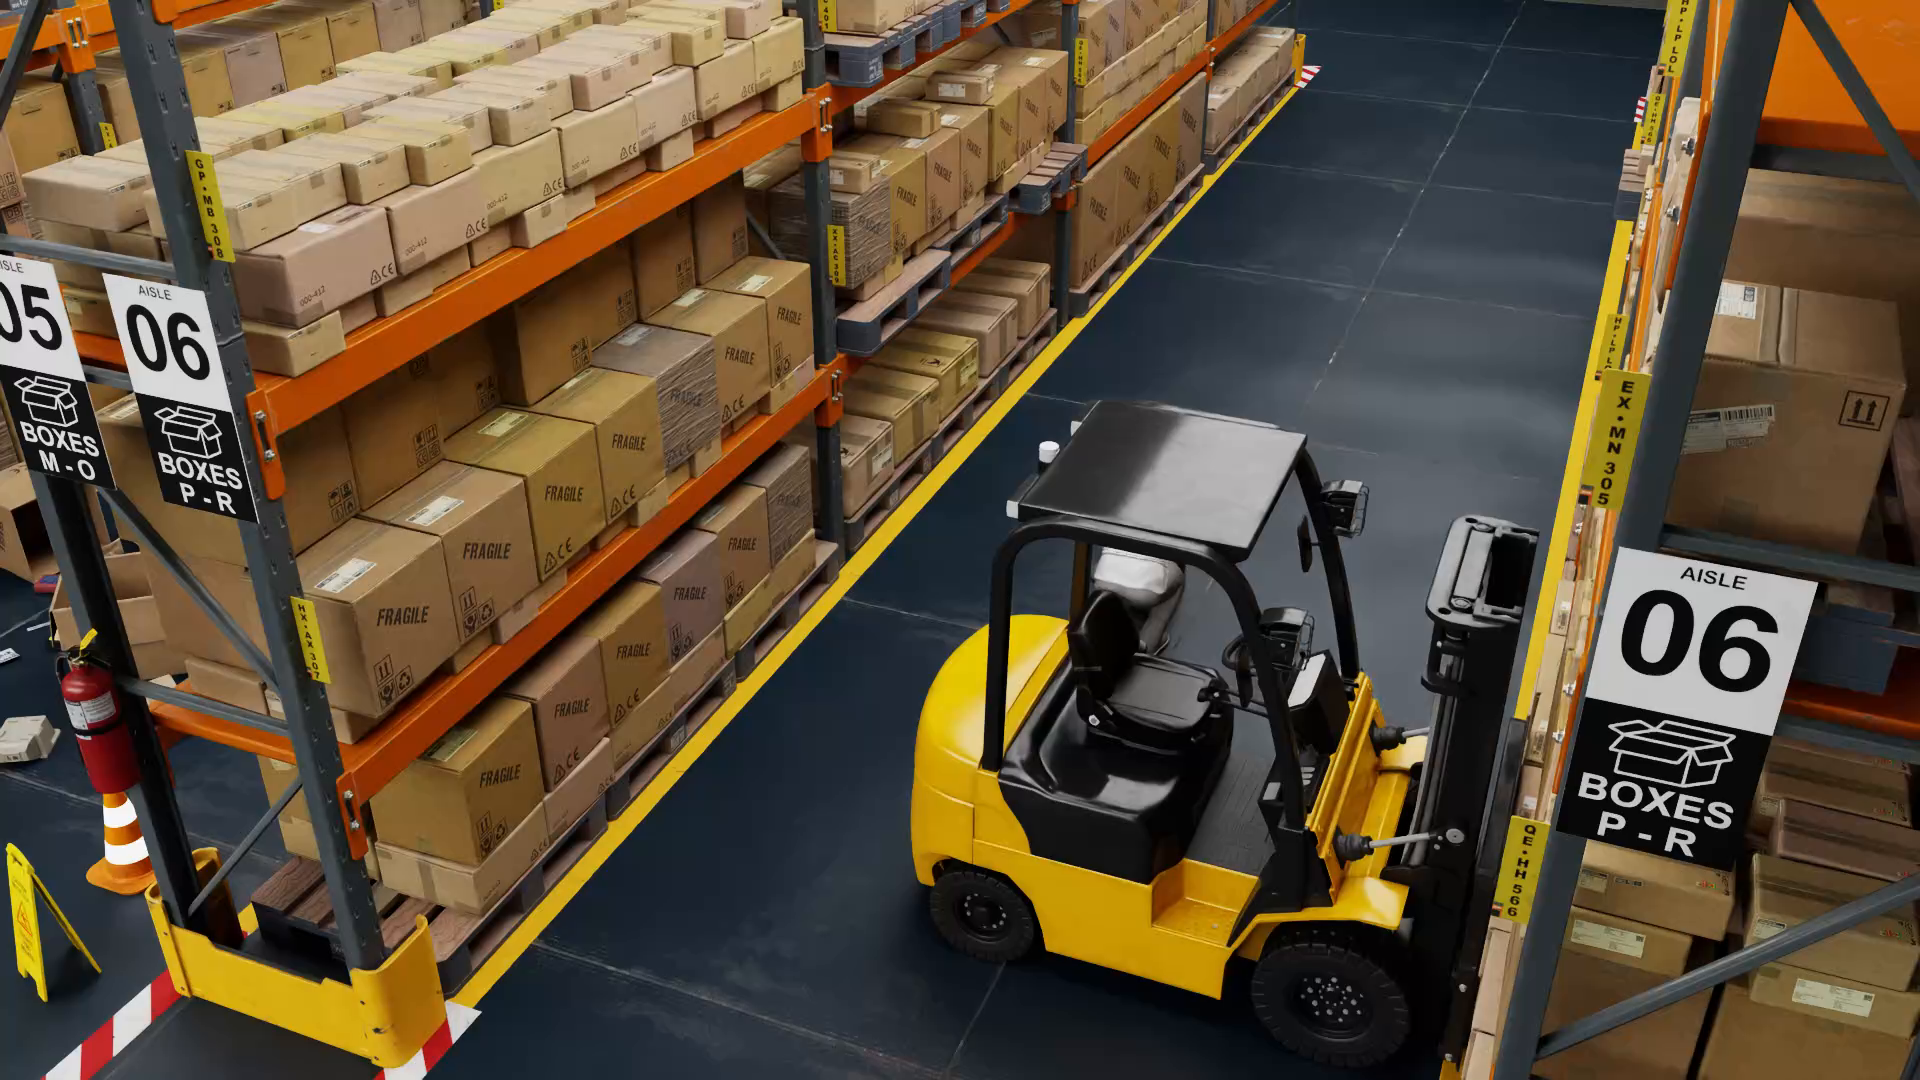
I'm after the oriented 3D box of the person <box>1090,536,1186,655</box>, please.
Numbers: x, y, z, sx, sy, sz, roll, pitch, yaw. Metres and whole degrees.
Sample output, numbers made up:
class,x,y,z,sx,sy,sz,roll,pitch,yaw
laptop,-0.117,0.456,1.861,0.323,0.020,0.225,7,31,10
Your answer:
class,x,y,z,sx,sy,sz,roll,pitch,yaw
person,0.969,0.099,8.964,0.481,0.930,0.862,11,32,19
